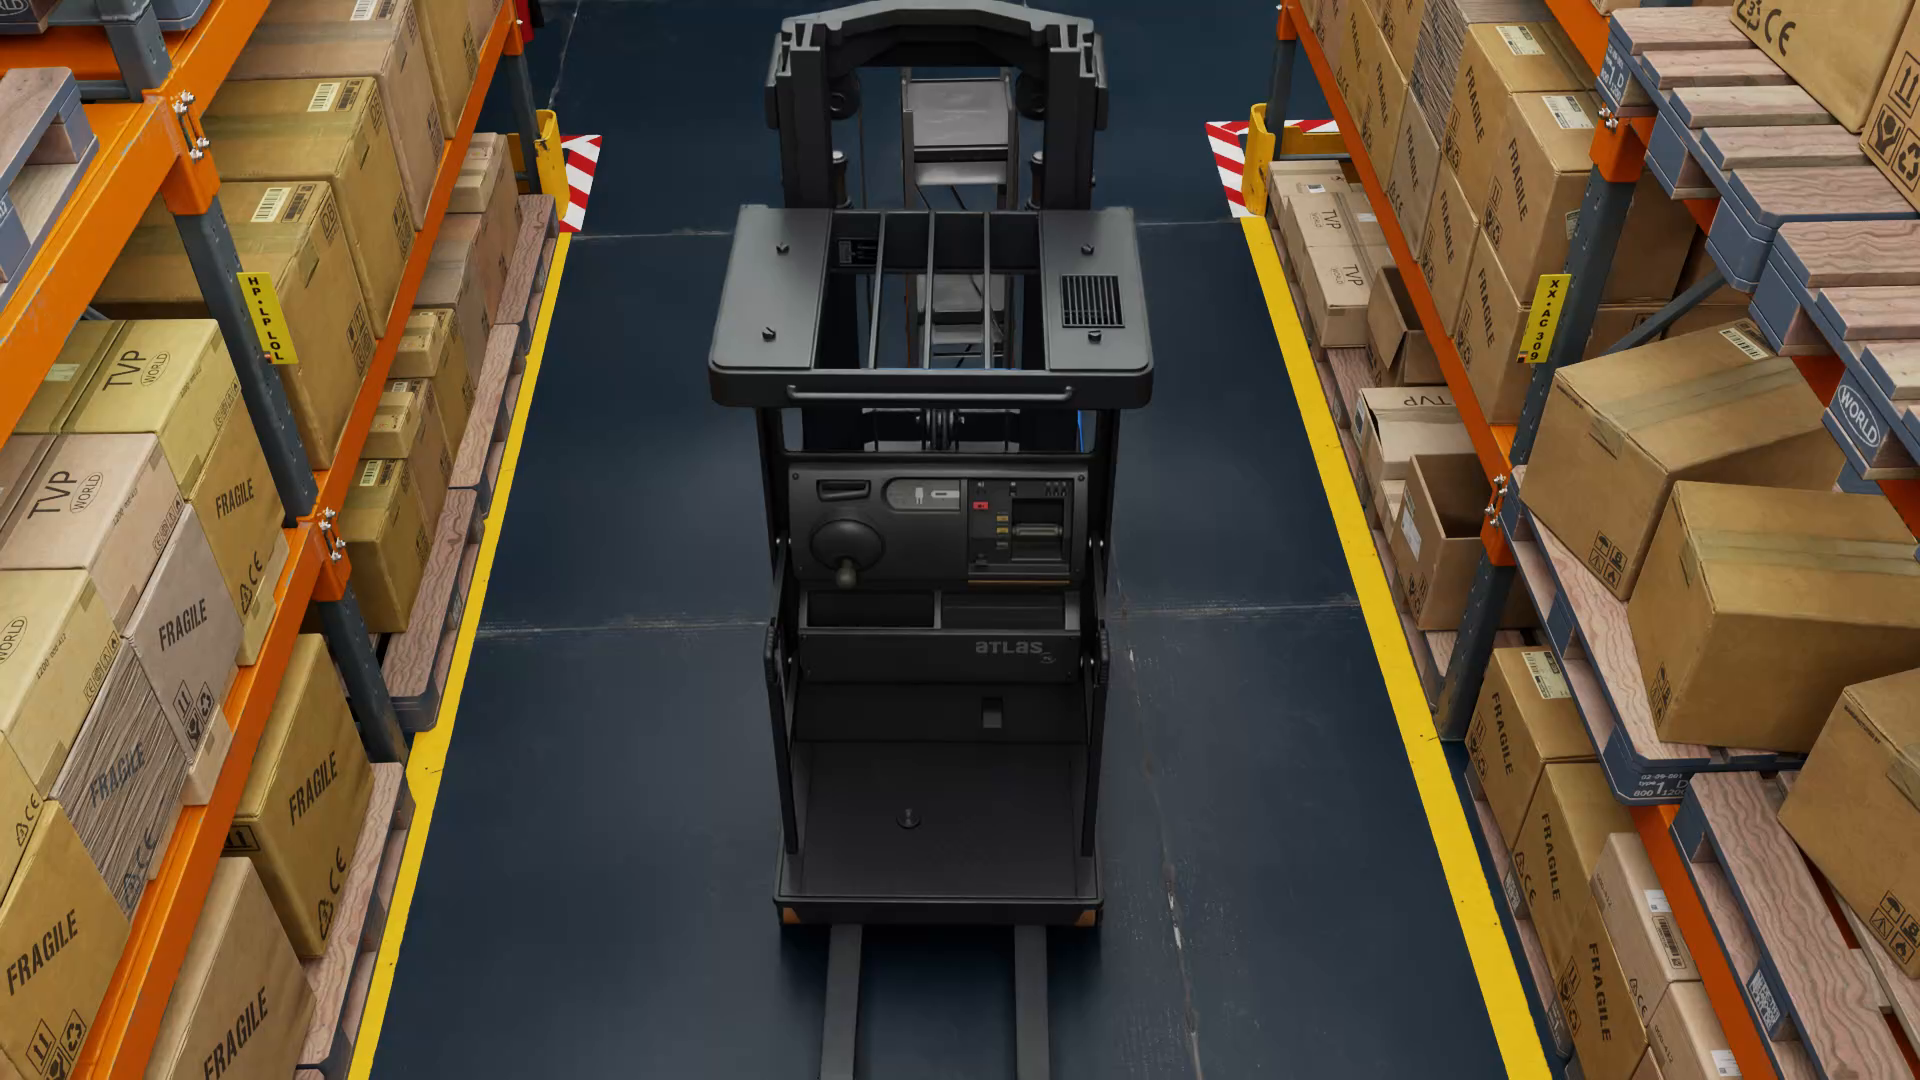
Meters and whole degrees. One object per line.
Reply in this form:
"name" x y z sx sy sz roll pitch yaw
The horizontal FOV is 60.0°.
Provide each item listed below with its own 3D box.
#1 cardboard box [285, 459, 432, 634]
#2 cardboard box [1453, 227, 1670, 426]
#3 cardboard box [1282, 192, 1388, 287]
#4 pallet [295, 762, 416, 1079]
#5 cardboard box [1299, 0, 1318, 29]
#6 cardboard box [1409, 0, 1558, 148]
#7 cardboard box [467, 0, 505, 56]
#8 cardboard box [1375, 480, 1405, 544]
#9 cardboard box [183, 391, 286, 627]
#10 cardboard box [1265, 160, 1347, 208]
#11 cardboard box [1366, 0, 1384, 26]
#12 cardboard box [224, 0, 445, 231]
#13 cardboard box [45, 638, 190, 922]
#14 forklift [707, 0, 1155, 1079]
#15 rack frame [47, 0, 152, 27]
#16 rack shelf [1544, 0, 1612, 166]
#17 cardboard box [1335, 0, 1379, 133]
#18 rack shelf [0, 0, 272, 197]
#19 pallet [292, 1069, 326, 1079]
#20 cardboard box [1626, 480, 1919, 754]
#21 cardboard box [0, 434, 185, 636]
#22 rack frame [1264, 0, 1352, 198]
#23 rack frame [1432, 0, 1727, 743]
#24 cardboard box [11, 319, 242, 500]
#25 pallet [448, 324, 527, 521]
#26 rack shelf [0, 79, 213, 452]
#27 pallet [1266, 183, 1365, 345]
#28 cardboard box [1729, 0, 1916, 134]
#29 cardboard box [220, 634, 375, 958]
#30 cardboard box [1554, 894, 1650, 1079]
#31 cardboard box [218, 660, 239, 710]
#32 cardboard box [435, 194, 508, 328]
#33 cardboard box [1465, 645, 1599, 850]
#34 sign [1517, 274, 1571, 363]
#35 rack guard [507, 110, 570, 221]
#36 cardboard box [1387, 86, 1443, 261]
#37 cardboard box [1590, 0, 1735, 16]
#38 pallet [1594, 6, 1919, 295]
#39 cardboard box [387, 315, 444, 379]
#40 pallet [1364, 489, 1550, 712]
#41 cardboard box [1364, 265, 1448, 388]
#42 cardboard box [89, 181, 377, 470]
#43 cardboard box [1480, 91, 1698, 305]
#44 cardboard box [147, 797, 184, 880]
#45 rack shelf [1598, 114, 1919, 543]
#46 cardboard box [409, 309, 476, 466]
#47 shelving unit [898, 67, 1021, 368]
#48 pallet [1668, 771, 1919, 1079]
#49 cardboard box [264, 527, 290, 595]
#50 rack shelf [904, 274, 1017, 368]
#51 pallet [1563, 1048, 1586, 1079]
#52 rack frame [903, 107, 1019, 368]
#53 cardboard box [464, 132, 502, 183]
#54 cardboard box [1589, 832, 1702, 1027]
"cardboard box" -2.533 0.022 6.546 0.700 0.500 0.500 -1 43 -1
"cardboard box" 2.068 -0.749 5.773 0.500 0.500 0.500 -1 43 -1
"cardboard box" 1.937 -1.518 8.396 0.500 0.250 0.500 -2 43 -2
"pallet" -2.495 1.309 5.665 1.003 0.211 1.213 -2 43 -2
"cardboard box" 1.931 -2.812 8.024 0.500 0.500 0.500 -1 43 -1
"cardboard box" 2.020 -1.807 6.188 0.500 0.500 0.500 -1 43 -1
"cardboard box" -2.742 -2.704 7.758 0.980 0.700 0.700 0 43 0
"cardboard box" 1.962 -0.121 6.947 0.380 0.149 0.250 -2 43 -2
"cardboard box" -2.332 -0.087 4.816 0.500 0.500 0.500 -2 43 -2
"cardboard box" 1.850 -1.901 8.888 0.380 0.149 0.250 -2 43 -2
"cardboard box" 1.977 -2.490 6.933 0.500 0.500 0.500 -1 43 -1
"cardboard box" -2.677 -1.699 6.661 0.980 0.700 0.700 -4 43 -4
"cardboard box" -2.288 0.597 4.070 0.500 0.500 0.500 -2 43 -2
"forklift" -0.067 0.044 5.033 1.130 2.935 3.031 0 43 0
"rack frame" -2.604 -2.449 3.262 1.000 3.000 0.127 -2 43 -2
"rack shelf" 2.261 -2.573 6.149 1.077 0.370 4.000 -2 43 -2
"cardboard box" 1.977 -2.125 7.274 0.500 0.500 0.500 -2 43 -2
"rack shelf" -2.688 -2.428 5.992 1.077 0.370 4.000 -2 43 -2
"pallet" -2.441 2.135 4.765 1.003 0.211 1.213 -2 43 -2
"cardboard box" 2.235 0.215 4.411 0.700 0.500 0.500 5 43 5
"cardboard box" -2.316 -0.014 4.182 0.500 0.250 0.500 -1 43 -1
"rack frame" 2.176 -3.082 8.393 1.000 3.000 0.127 -2 43 -2
"rack frame" 2.346 -0.382 5.447 1.000 3.000 0.127 -2 43 -2
"cardboard box" -2.328 -0.360 4.559 0.500 0.250 0.500 -1 43 -1
"pallet" -2.612 -0.551 7.695 1.003 0.211 1.213 -2 43 -2
"rack shelf" -2.519 0.272 3.046 1.077 0.370 4.000 -2 43 -2
"pallet" 2.214 -1.465 8.692 1.003 0.211 1.213 -2 43 -2
"cardboard box" 2.293 -1.374 3.851 0.600 0.600 0.600 -5 43 -6
"cardboard box" -2.446 0.835 5.399 0.750 0.750 0.750 -1 43 -1
"cardboard box" 2.170 1.408 5.018 0.500 0.500 0.500 -1 43 -1
"cardboard box" -2.306 0.414 4.750 0.380 0.149 0.250 0 43 0
"cardboard box" -2.622 -1.364 8.057 0.700 0.500 0.500 -2 43 -2
"cardboard box" 2.123 0.711 5.779 0.500 0.500 0.500 -3 43 -4
"sign" 1.804 -0.680 5.132 0.100 0.325 0.005 -2 43 -2
"rack guard" -2.774 -2.032 9.097 1.175 0.500 0.348 -2 43 -2
"cardboard box" 2.021 -1.444 6.531 0.500 0.500 0.500 -1 43 -1
"cardboard box" 2.059 -1.753 4.834 0.500 0.250 0.500 -2 43 -2
"pallet" 2.303 -0.976 4.014 1.213 0.211 1.003 -2 43 -2
"cardboard box" -2.387 -0.806 6.969 0.380 0.149 0.250 -3 43 -3
"pallet" 2.317 0.182 6.895 1.003 0.211 1.213 -2 43 -2
"cardboard box" 2.261 -0.892 7.525 0.797 0.503 0.637 -2 43 -2
"cardboard box" -2.610 -0.715 5.588 0.980 0.700 0.700 -1 43 -1
"cardboard box" 2.065 -1.121 5.440 0.500 0.500 0.500 -1 43 -2
"cardboard box" -2.292 0.757 4.375 0.380 0.149 0.250 -2 43 -2
"rack shelf" 2.430 0.128 3.203 1.077 0.370 4.000 -2 43 -2
"cardboard box" -2.570 -0.664 7.294 0.700 0.500 0.500 -1 43 -1
"shelving unit" -0.007 -0.886 6.662 0.431 2.100 0.503 -2 43 -2
"pallet" 2.428 1.076 3.998 1.003 0.211 1.213 -2 43 -2
"cardboard box" -2.306 0.068 5.127 0.380 0.149 0.250 -1 43 -1
"rack shelf" -0.007 -0.876 6.672 0.431 0.518 0.480 -2 43 -2
"pallet" 2.473 2.020 4.891 1.003 0.211 1.213 -2 43 -2
"rack frame" 0.003 -0.721 6.483 0.400 2.100 0.015 -2 43 -2
"cardboard box" -2.456 -1.859 8.117 0.380 0.149 0.250 -2 43 -2
"cardboard box" 2.165 1.109 4.789 0.500 0.250 0.500 -2 43 -2
